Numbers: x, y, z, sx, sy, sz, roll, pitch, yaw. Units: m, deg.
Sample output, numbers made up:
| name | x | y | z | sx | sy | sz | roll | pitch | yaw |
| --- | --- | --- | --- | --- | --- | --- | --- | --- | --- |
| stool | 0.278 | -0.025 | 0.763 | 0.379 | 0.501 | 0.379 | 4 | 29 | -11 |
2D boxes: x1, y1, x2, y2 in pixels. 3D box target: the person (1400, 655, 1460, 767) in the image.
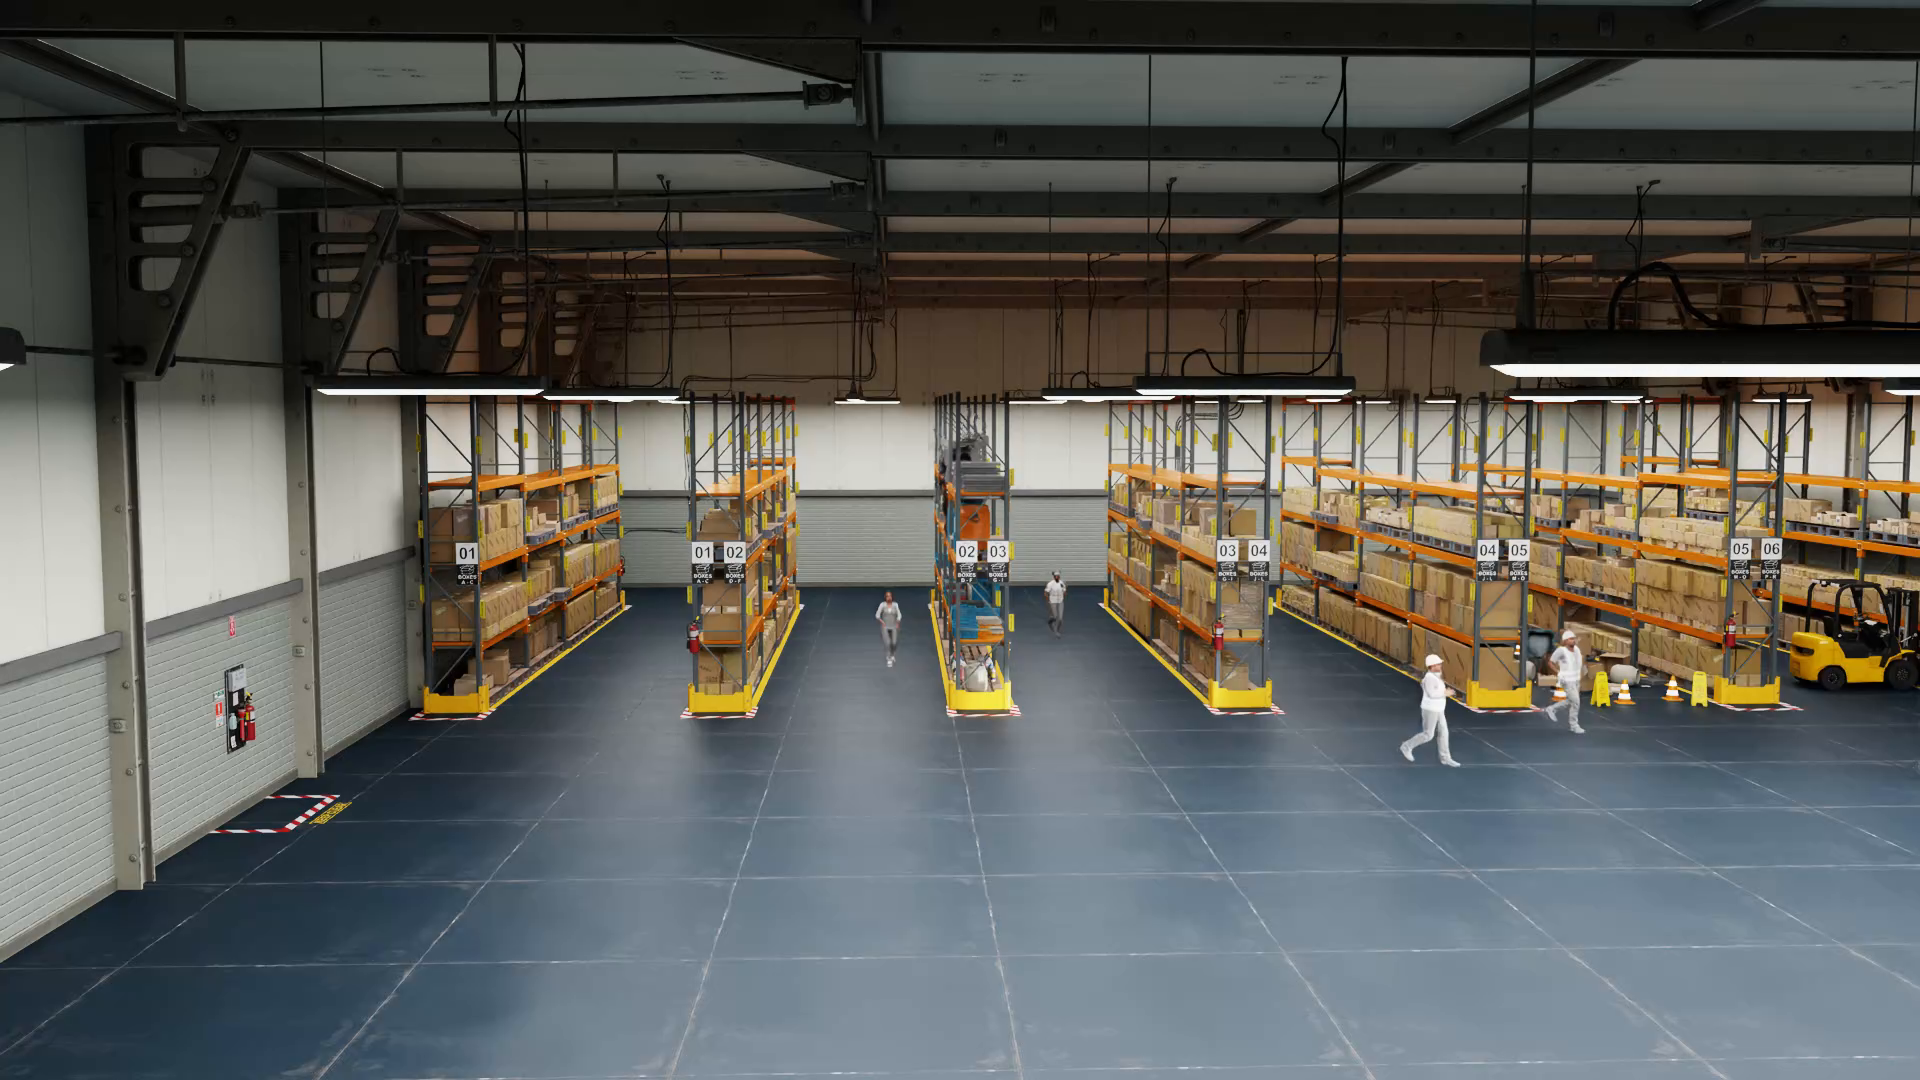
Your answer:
| name | x | y | z | sx | sy | sz | roll | pitch | yaw |
| --- | --- | --- | --- | --- | --- | --- | --- | --- | --- |
| person | 7.488 | 2.697 | 26.430 | 0.931 | 1.766 | 0.676 | 2 | 5 | 28 |

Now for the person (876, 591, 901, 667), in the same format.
| name | x | y | z | sx | sy | sz | roll | pitch | yaw |
| --- | --- | --- | --- | --- | --- | --- | --- | --- | --- |
| person | -1.489 | 1.867 | 34.788 | 0.543 | 1.584 | 0.496 | -1 | 5 | -8 |

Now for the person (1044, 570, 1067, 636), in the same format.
| name | x | y | z | sx | sy | sz | roll | pitch | yaw |
| --- | --- | --- | --- | --- | --- | --- | --- | --- | --- |
| person | 2.416 | 1.577 | 41.619 | 0.575 | 1.656 | 0.560 | -1 | 5 | -14 |

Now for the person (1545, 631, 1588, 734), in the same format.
| name | x | y | z | sx | sy | sz | roll | pitch | yaw |
| --- | --- | --- | --- | --- | --- | --- | --- | --- | --- |
| person | 10.746 | 2.491 | 29.427 | 0.673 | 1.777 | 0.824 | -3 | 6 | -34 |
